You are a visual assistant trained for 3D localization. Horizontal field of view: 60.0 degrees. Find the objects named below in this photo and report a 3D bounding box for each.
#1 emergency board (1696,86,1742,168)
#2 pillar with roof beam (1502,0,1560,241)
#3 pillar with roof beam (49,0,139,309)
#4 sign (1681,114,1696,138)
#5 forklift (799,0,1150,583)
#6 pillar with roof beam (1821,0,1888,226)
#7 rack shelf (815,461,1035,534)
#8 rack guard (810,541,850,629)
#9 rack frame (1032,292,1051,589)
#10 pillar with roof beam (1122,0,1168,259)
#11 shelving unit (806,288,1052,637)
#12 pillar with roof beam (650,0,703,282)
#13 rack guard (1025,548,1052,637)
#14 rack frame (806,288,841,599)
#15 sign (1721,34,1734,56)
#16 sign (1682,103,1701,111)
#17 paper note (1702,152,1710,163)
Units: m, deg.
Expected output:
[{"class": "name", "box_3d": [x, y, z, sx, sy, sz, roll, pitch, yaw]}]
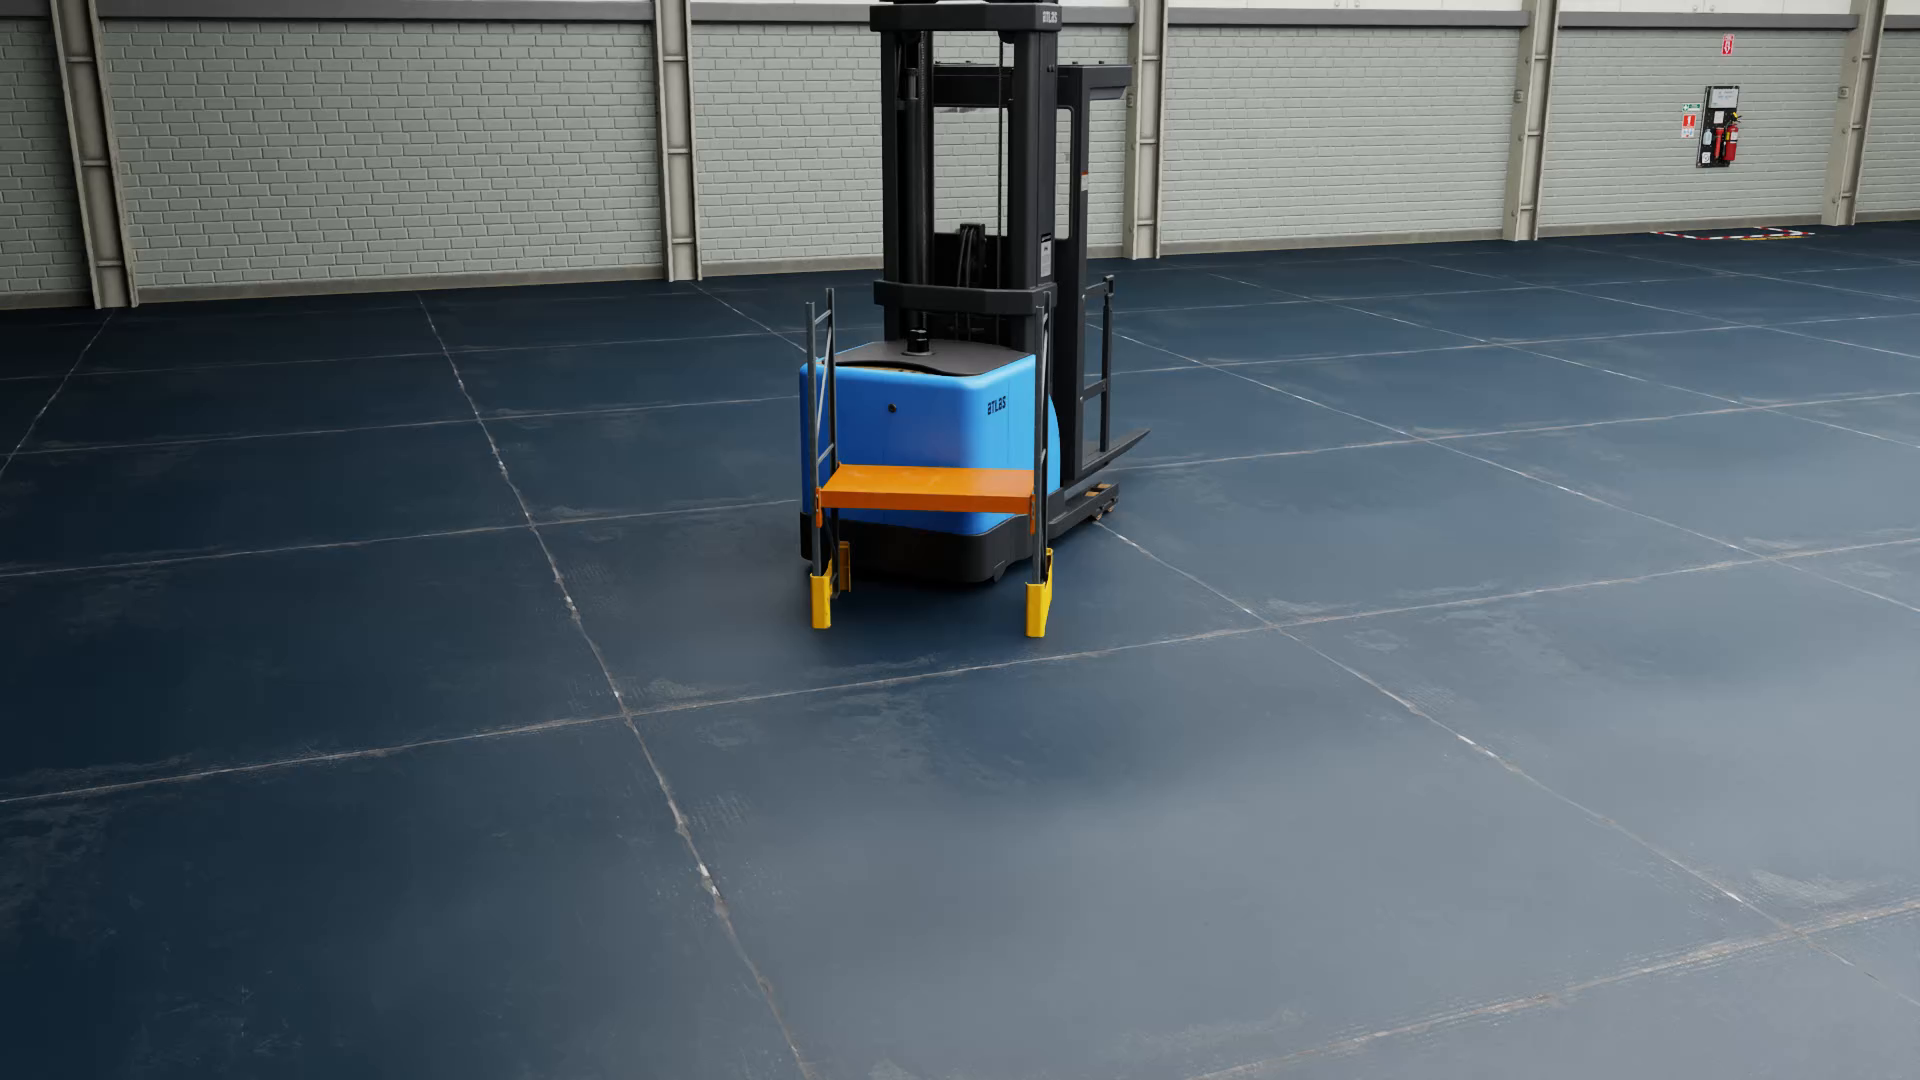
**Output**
[{"class": "emergency board", "box_3d": [11.233, -6.080, 24.477, 0.643, 1.169, 0.194, -6, 17, -20]}, {"class": "pillar with roof beam", "box_3d": [9.492, -7.460, 18.529, 0.400, 9.000, 9.100, -6, 17, -20]}, {"class": "pillar with roof beam", "box_3d": [-7.316, -5.645, 12.349, 0.400, 9.000, 9.100, -6, 17, -20]}, {"class": "sign", "box_3d": [10.680, -6.068, 24.375, 0.234, 0.329, 0.001, -6, 17, -20]}, {"class": "forklift", "box_3d": [0.271, -1.566, 9.229, 1.130, 2.935, 3.031, 8, 18, 24]}, {"class": "pillar with roof beam", "box_3d": [15.095, -8.064, 20.589, 0.400, 9.000, 9.100, -6, 17, -20]}, {"class": "rack shelf", "box_3d": [-0.131, -0.203, 7.764, 1.000, 0.185, 0.538, 2, 17, 7]}, {"class": "rack guard", "box_3d": [-0.616, 0.208, 7.945, 0.087, 0.250, 0.587, 2, 17, 7]}, {"class": "rack frame", "box_3d": [0.374, -0.358, 7.656, 0.032, 1.500, 0.500, 2, 17, 7]}, {"class": "pillar with roof beam", "box_3d": [3.889, -6.855, 16.469, 0.400, 9.000, 9.100, -6, 17, -20]}, {"class": "shelving unit", "box_3d": [-0.122, -0.375, 7.712, 1.083, 1.500, 0.587, 2, 17, 7]}, {"class": "pillar with roof beam", "box_3d": [-1.713, -6.250, 14.409, 0.400, 9.000, 9.100, -6, 17, -20]}, {"class": "rack guard", "box_3d": [0.373, 0.241, 7.832, 0.087, 0.250, 0.587, 2, 17, 7]}, {"class": "rack frame", "box_3d": [-0.636, -0.392, 7.771, 0.032, 1.500, 0.500, 2, 17, 7]}, {"class": "sign", "box_3d": [11.190, -7.217, 24.237, 0.199, 0.298, 0.001, -6, 17, -20]}, {"class": "sign", "box_3d": [10.687, -6.320, 24.294, 0.331, 0.109, 0.001, -6, 17, -20]}, {"class": "paper note", "box_3d": [11.043, -5.657, 24.603, 0.142, 0.148, 0.016, -6, 17, -20]}]
